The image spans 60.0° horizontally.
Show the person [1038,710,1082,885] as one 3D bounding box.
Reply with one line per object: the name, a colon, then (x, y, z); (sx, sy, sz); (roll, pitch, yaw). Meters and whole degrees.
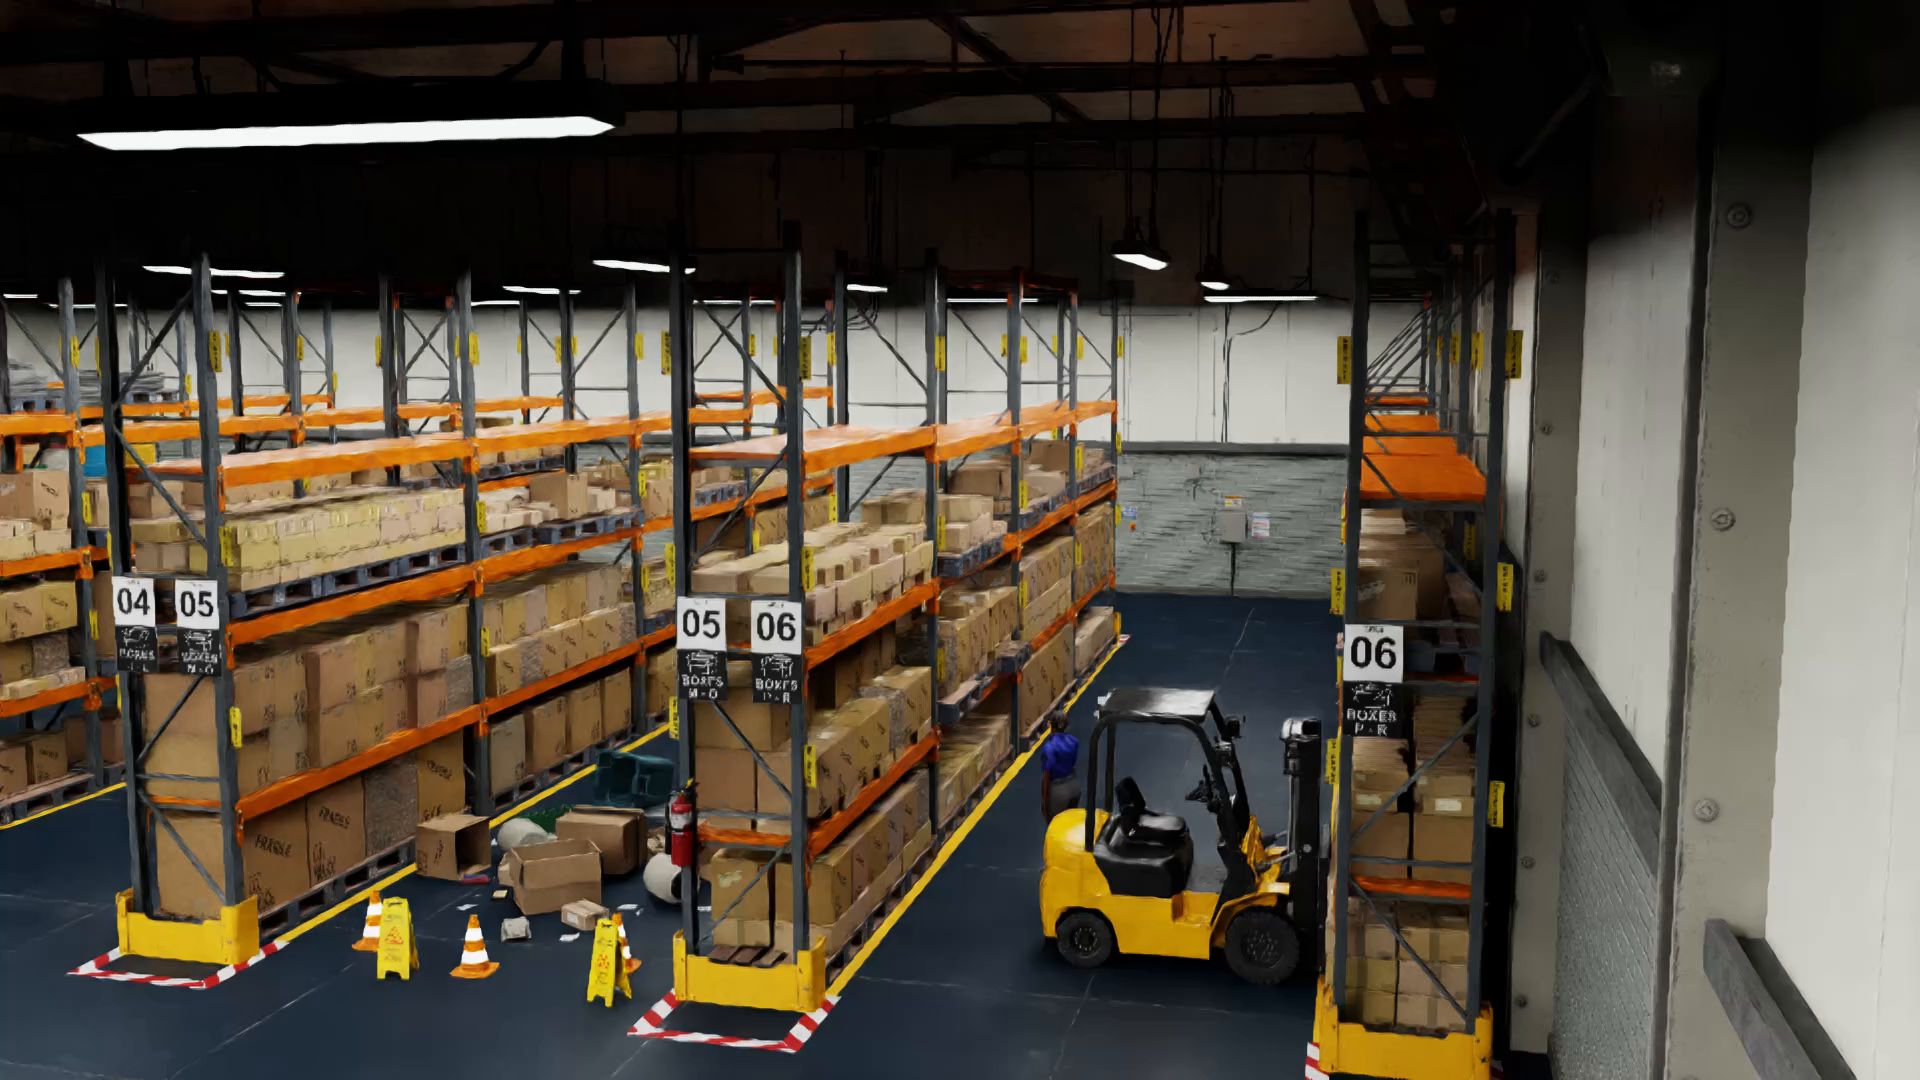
person: (0.908, 2.427, 15.751); (0.465, 1.650, 0.498); (7, 10, 44)
